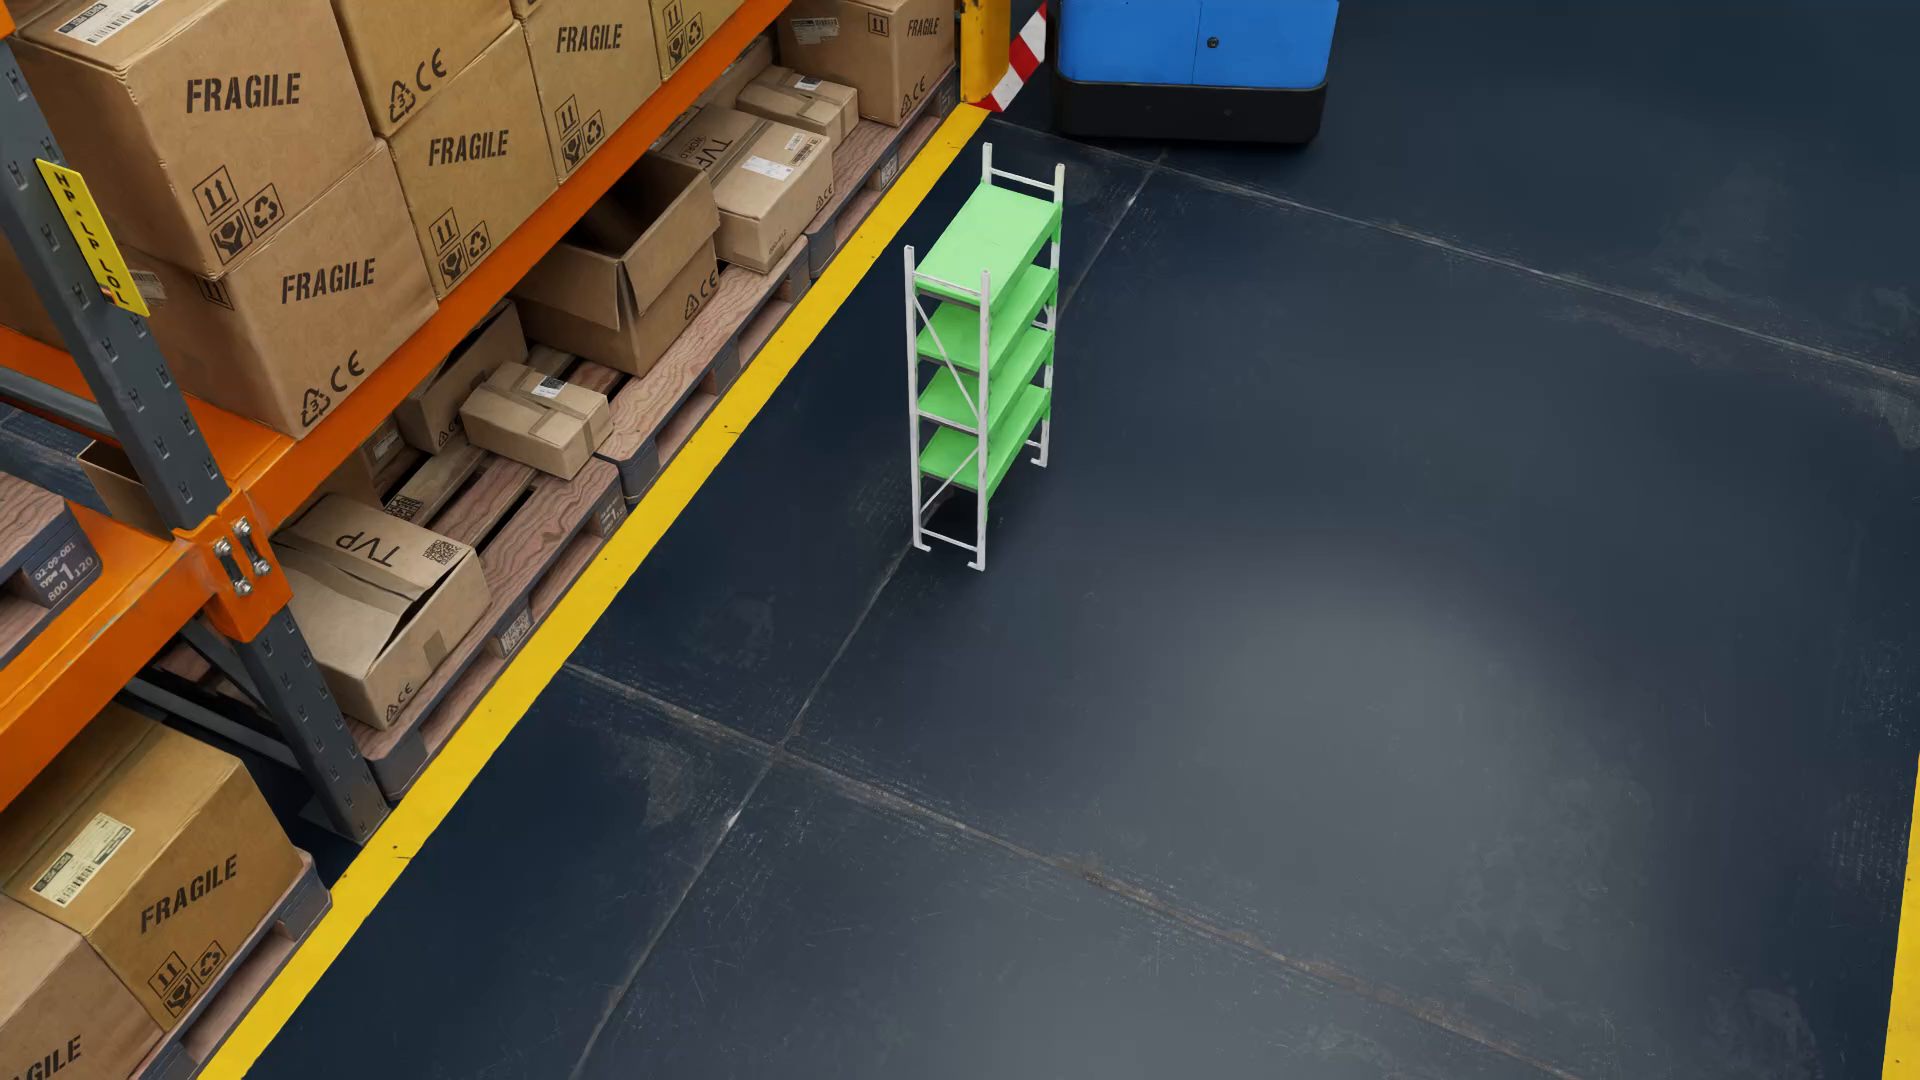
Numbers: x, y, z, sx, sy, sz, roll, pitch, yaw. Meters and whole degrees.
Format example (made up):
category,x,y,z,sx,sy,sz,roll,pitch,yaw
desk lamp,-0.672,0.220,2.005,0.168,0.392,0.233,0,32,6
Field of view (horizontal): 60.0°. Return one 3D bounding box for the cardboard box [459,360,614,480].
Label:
category,x,y,z,sx,sy,sz,roll,pitch,yaw
cardboard box,-1.316,-0.380,5.175,0.380,0.166,0.250,20,52,16

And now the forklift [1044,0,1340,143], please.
category,x,y,z,sx,sy,sz,roll,pitch,yaw
forklift,0.971,-3.617,6.403,1.130,2.935,3.031,3,50,2

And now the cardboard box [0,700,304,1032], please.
category,x,y,z,sx,sy,sz,roll,pitch,yaw
cardboard box,-2.003,0.762,3.984,0.500,0.500,0.500,20,52,16

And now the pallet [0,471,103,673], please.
category,x,y,z,sx,sy,sz,roll,pitch,yaw
pallet,-2.492,0.239,3.203,1.003,0.211,1.213,20,52,16

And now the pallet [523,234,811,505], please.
category,x,y,z,sx,sy,sz,roll,pitch,yaw
pallet,-1.238,-0.750,5.750,1.003,0.211,1.213,20,52,16

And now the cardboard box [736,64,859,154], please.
category,x,y,z,sx,sy,sz,roll,pitch,yaw
cardboard box,-0.607,-1.613,6.224,0.380,0.166,0.250,20,52,16

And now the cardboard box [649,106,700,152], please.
category,x,y,z,sx,sy,sz,roll,pitch,yaw
cardboard box,-1.259,-1.373,5.966,0.500,0.250,0.500,20,52,16

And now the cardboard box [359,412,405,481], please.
category,x,y,z,sx,sy,sz,roll,pitch,yaw
cardboard box,-1.959,-0.319,5.135,0.380,0.149,0.250,20,52,16

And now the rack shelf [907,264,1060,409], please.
category,x,y,z,sx,sy,sz,roll,pitch,yaw
rack shelf,0.071,-0.617,4.756,0.258,0.148,0.480,20,52,16

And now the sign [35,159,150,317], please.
category,x,y,z,sx,sy,sz,roll,pitch,yaw
sign,-1.548,-0.535,2.976,0.100,0.325,0.005,20,52,16

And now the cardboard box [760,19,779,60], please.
category,x,y,z,sx,sy,sz,roll,pitch,yaw
cardboard box,-0.939,-1.968,6.527,0.380,0.166,0.250,20,52,16

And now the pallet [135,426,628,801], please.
category,x,y,z,sx,sy,sz,roll,pitch,yaw
pallet,-1.757,0.093,5.033,1.003,0.211,1.213,20,52,16

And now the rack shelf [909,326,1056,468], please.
category,x,y,z,sx,sy,sz,roll,pitch,yaw
rack shelf,0.071,-0.461,4.939,0.258,0.148,0.480,20,52,16

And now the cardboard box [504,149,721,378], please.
category,x,y,z,sx,sy,sz,roll,pitch,yaw
cardboard box,-1.254,-0.967,5.454,0.797,0.503,0.637,20,52,16

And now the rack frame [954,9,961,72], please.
category,x,y,z,sx,sy,sz,roll,pitch,yaw
rack frame,-0.343,-3.093,5.912,1.000,3.000,0.127,20,52,16

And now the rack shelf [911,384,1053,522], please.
category,x,y,z,sx,sy,sz,roll,pitch,yaw
rack shelf,0.071,-0.306,5.121,0.258,0.148,0.480,20,52,16

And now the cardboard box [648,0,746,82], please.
category,x,y,z,sx,sy,sz,roll,pitch,yaw
cardboard box,-0.940,-1.681,4.645,0.500,0.500,0.500,19,52,16

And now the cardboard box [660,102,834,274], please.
category,x,y,z,sx,sy,sz,roll,pitch,yaw
cardboard box,-0.785,-1.245,5.857,0.500,0.250,0.500,20,52,16

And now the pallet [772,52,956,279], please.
category,x,y,z,sx,sy,sz,roll,pitch,yaw
pallet,-0.715,-1.587,6.462,1.003,0.211,1.213,20,52,16

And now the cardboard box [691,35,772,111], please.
category,x,y,z,sx,sy,sz,roll,pitch,yaw
cardboard box,-1.045,-1.718,6.259,0.500,0.250,0.500,20,52,16

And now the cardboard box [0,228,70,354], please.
category,x,y,z,sx,sy,sz,roll,pitch,yaw
cardboard box,-2.070,-0.798,3.894,0.500,0.500,0.500,21,53,17

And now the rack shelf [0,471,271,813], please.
category,x,y,z,sx,sy,sz,roll,pitch,yaw
rack shelf,-2.906,1.272,2.670,1.077,0.370,4.000,20,52,16

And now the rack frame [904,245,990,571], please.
category,x,y,z,sx,sy,sz,roll,pitch,yaw
rack frame,-0.034,-0.335,4.747,0.240,1.200,0.015,20,52,16

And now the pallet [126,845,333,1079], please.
category,x,y,z,sx,sy,sz,roll,pitch,yaw
pallet,-2.365,1.138,4.143,1.003,0.211,1.213,20,52,16

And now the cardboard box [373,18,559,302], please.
category,x,y,z,sx,sy,sz,roll,pitch,yaw
cardboard box,-1.372,-0.987,4.054,0.500,0.500,0.500,21,53,17

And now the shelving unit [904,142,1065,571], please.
category,x,y,z,sx,sy,sz,roll,pitch,yaw
shelving unit,0.071,-0.503,4.890,0.258,1.200,0.503,20,52,16

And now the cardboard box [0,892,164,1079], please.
category,x,y,z,sx,sy,sz,roll,pitch,yaw
cardboard box,-2.222,1.100,3.697,0.500,0.500,0.500,20,52,16

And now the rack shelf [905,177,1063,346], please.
category,x,y,z,sx,sy,sz,roll,pitch,yaw
rack shelf,0.071,-0.772,4.573,0.258,0.148,0.480,20,52,16

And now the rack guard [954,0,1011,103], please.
category,x,y,z,sx,sy,sz,roll,pitch,yaw
rack guard,-0.375,-2.230,6.820,1.175,0.500,0.348,20,52,16

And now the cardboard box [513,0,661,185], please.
category,x,y,z,sx,sy,sz,roll,pitch,yaw
cardboard box,-1.156,-1.330,4.347,0.500,0.500,0.500,20,52,16

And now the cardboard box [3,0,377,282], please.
category,x,y,z,sx,sy,sz,roll,pitch,yaw
cardboard box,-1.596,-0.928,3.348,0.500,0.500,0.500,21,53,17

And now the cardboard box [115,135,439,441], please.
category,x,y,z,sx,sy,sz,roll,pitch,yaw
cardboard box,-1.588,-0.633,3.753,0.500,0.500,0.500,21,53,17

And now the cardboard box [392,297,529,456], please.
category,x,y,z,sx,sy,sz,roll,pitch,yaw
cardboard box,-1.744,-0.611,5.277,0.500,0.311,0.500,20,52,16

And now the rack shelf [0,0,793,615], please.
category,x,y,z,sx,sy,sz,roll,pitch,yaw
rack shelf,-1.197,-1.482,5.014,1.077,0.370,4.000,20,52,16

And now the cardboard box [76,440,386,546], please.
category,x,y,z,sx,sy,sz,roll,pitch,yaw
cardboard box,-2.065,-0.155,4.765,0.500,0.500,0.500,20,52,16

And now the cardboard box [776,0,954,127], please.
category,x,y,z,sx,sy,sz,roll,pitch,yaw
cardboard box,-0.352,-1.971,6.310,0.500,0.500,0.500,20,52,16

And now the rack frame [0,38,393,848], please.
category,x,y,z,sx,sy,sz,roll,pitch,yaw
rack frame,-2.052,-0.338,3.568,1.000,3.000,0.127,20,52,16

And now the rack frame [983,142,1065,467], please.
category,x,y,z,sx,sy,sz,roll,pitch,yaw
rack frame,0.175,-0.671,5.033,0.240,1.200,0.015,20,52,16

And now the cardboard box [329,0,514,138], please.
category,x,y,z,sx,sy,sz,roll,pitch,yaw
cardboard box,-1.376,-1.283,3.650,0.500,0.500,0.500,18,52,15

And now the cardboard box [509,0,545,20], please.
category,x,y,z,sx,sy,sz,roll,pitch,yaw
cardboard box,-1.156,-1.637,3.951,0.500,0.500,0.500,18,52,15

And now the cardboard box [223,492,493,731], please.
category,x,y,z,sx,sy,sz,roll,pitch,yaw
cardboard box,-1.677,0.172,4.611,0.500,0.311,0.500,20,52,16
